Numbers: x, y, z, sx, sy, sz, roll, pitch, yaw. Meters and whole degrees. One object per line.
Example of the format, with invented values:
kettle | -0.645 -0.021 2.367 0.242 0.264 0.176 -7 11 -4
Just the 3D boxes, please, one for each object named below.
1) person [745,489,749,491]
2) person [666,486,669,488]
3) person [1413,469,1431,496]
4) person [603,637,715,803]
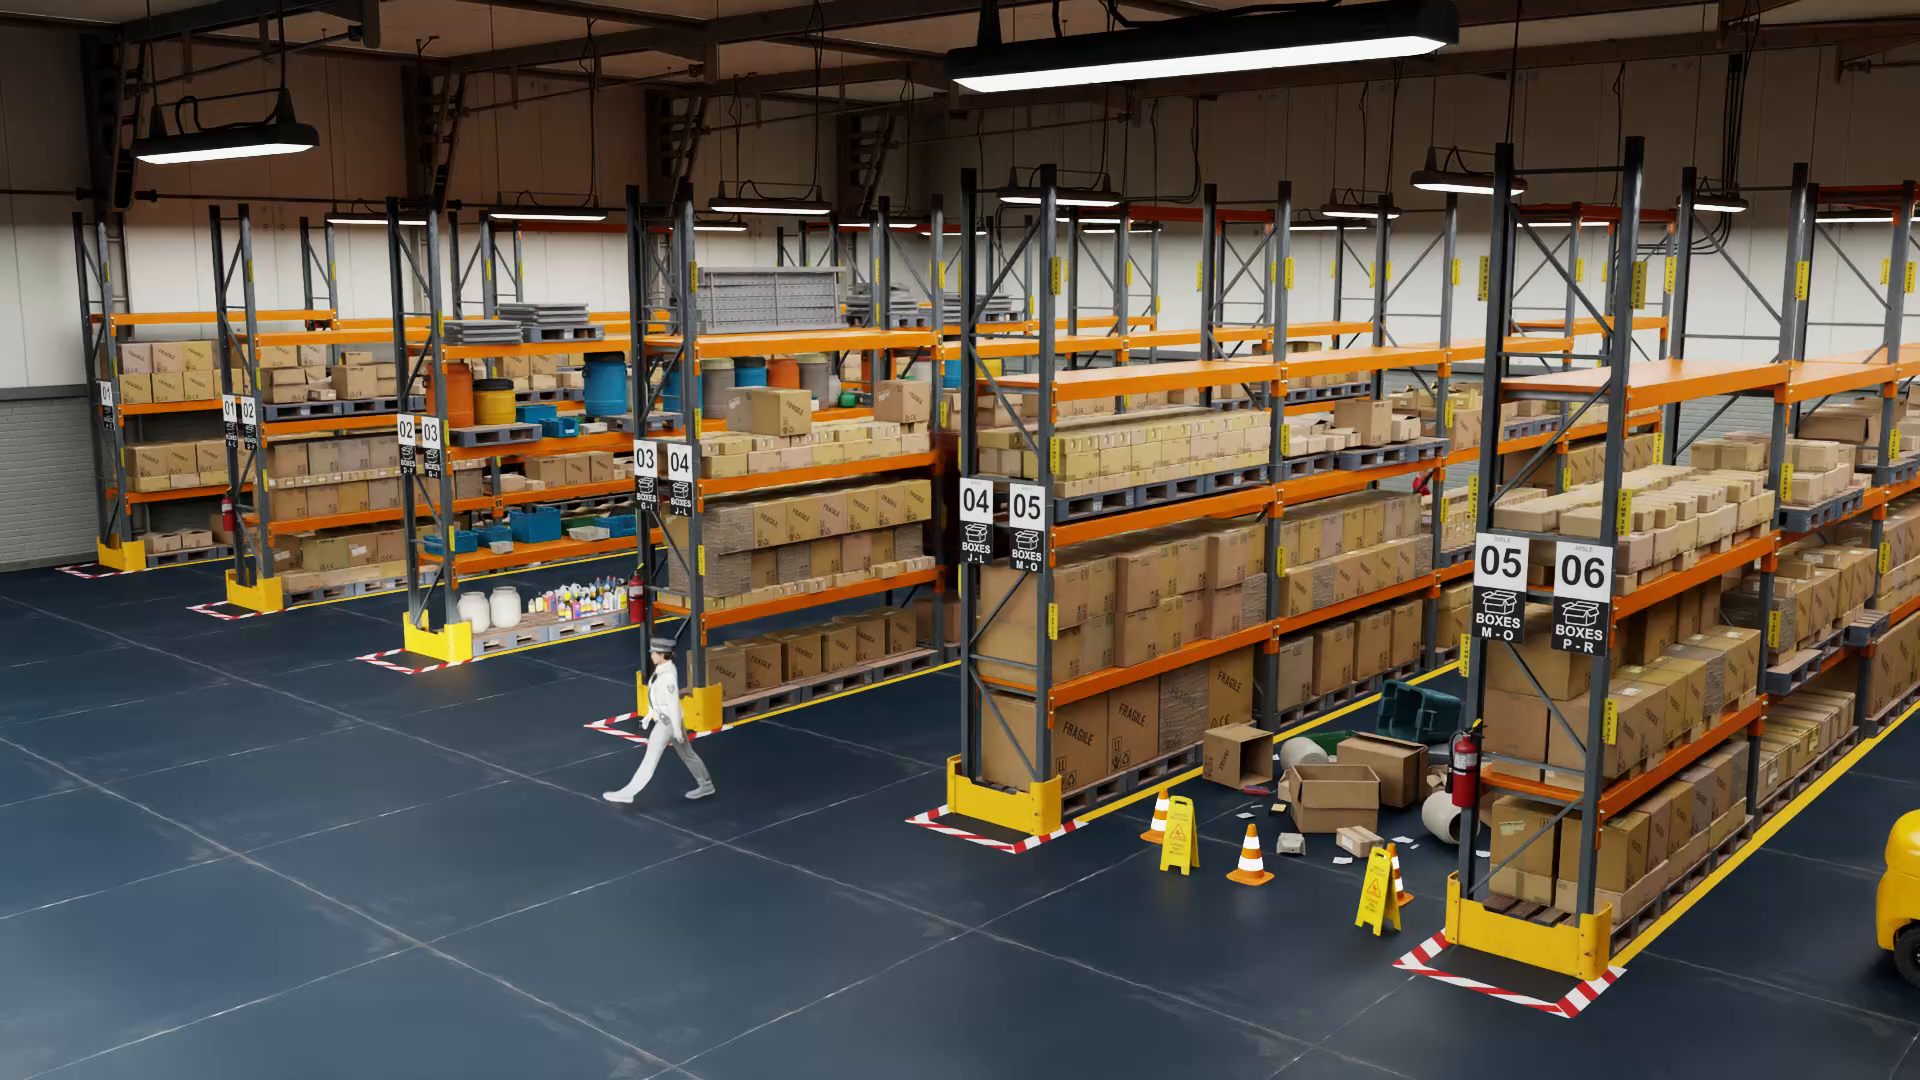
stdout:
person | -3.831 -0.785 30.711 0.661 1.704 1.099 7 12 36
person | -5.720 -1.185 33.354 0.665 1.680 0.671 -8 12 -40
person | 7.865 -0.384 28.493 0.451 1.789 0.607 2 10 11
person | -2.898 1.723 15.958 1.045 1.610 0.518 -1 10 -5
